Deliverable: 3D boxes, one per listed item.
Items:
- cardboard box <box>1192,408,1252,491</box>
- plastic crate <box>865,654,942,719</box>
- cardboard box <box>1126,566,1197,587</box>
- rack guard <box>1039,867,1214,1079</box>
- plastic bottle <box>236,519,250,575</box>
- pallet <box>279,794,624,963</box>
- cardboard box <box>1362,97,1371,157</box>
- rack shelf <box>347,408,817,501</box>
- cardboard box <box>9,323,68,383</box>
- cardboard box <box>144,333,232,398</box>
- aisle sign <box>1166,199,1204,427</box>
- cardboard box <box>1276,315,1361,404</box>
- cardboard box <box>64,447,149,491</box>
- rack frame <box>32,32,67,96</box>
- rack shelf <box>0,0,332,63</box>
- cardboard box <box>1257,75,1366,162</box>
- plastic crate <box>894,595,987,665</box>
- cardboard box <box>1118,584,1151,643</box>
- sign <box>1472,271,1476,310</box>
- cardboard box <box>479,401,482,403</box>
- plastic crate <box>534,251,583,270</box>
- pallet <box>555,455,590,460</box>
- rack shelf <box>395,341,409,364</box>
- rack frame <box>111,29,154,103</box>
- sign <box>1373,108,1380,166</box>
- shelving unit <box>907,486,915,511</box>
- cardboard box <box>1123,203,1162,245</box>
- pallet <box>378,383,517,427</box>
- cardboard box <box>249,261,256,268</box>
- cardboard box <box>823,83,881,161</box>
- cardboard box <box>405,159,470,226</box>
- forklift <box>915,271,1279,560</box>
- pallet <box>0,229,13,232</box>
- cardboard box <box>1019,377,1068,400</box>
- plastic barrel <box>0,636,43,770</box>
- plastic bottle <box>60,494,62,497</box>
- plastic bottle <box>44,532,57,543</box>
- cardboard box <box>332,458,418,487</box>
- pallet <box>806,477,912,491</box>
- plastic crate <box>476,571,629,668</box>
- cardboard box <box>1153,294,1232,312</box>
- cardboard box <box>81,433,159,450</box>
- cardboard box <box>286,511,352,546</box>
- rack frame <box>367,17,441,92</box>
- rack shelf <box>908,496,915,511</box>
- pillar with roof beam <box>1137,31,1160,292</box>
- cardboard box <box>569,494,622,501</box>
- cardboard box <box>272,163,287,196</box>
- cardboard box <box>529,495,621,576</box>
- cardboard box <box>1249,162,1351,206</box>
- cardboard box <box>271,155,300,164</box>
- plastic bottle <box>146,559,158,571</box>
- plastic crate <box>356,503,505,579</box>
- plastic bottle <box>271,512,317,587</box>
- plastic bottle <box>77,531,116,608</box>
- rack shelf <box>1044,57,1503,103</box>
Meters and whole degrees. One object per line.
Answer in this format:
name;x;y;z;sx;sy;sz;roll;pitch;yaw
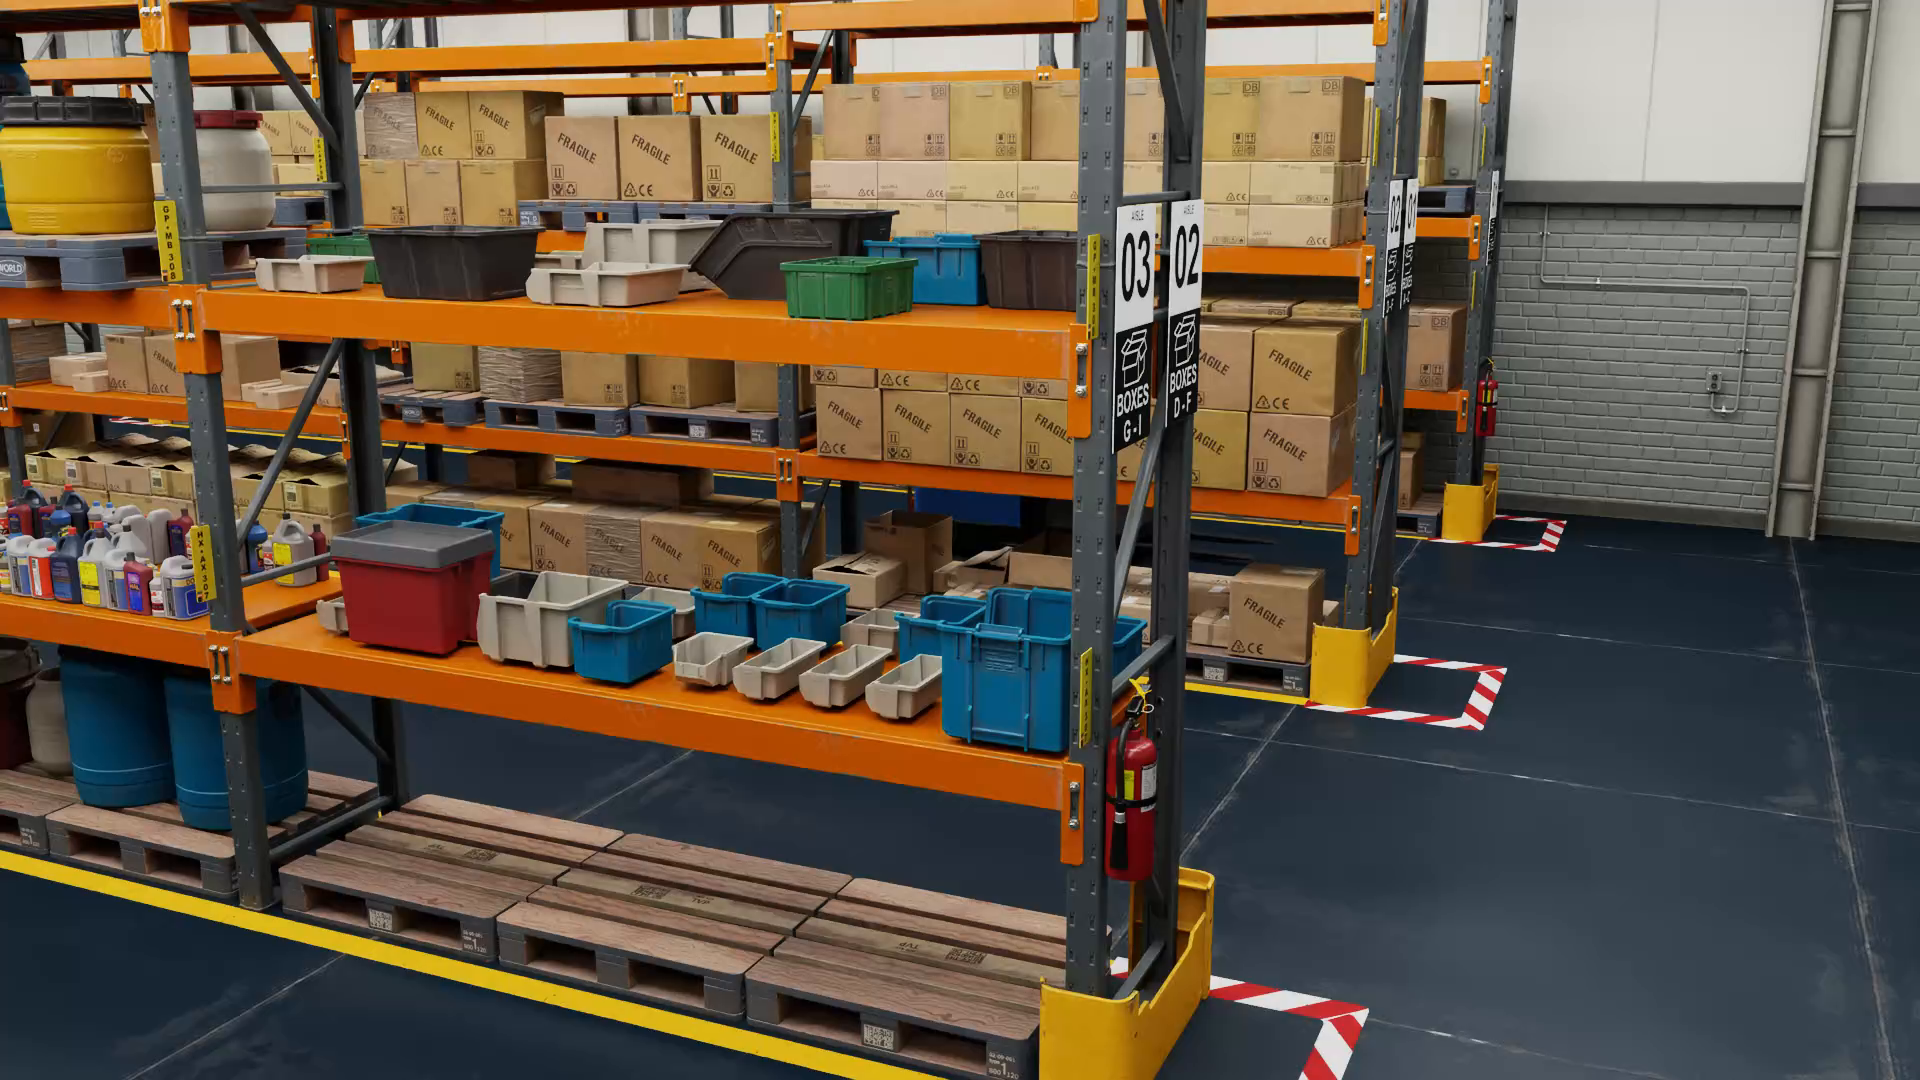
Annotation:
cardboard box;1.644;-0.622;10.621;0.500;0.500;0.500;6;14;24
plastic crate;-0.189;0.554;6.272;0.243;0.136;0.396;6;14;23
cardboard box;1.343;0.381;11.621;0.500;0.250;0.500;6;14;23
rack guard;0.657;1.709;6.376;0.348;0.500;1.175;6;14;23
plastic bottle;-3.631;0.027;8.346;0.135;0.276;0.152;6;14;23
pallet;-2.339;1.540;7.729;1.213;0.211;1.003;6;14;23
cardboard box;3.410;-3.641;14.689;0.500;0.500;0.500;6;15;25
rack shelf;-2.846;-0.746;12.944;4.000;0.370;1.077;6;14;23
cardboard box;-8.740;-1.740;15.386;0.500;0.500;0.700;5;14;22
cardboard box;-6.697;-1.531;14.494;0.500;0.500;0.500;6;14;23
aisle sign;0.816;-0.828;6.028;0.004;0.787;0.394;6;14;23
cardboard box;2.341;-1.173;10.780;0.500;0.500;0.500;6;15;25
cardboard box;-7.599;-0.653;14.843;0.500;0.311;0.500;6;14;23
rack frame;-8.332;-4.572;14.543;0.127;3.000;1.000;6;14;23
rack shelf;-4.856;-2.438;7.897;4.000;0.370;1.077;6;14;23
cardboard box;2.163;-2.581;10.216;0.500;0.500;0.700;6;14;23
plastic crate;-0.064;0.393;6.751;0.300;0.233;0.416;6;14;23
cardboard box;1.186;0.490;11.156;0.500;0.250;0.500;6;14;23
sign;4.410;-2.143;14.270;0.005;0.325;0.100;6;14;23
cardboard box;-5.649;-1.619;19.599;0.500;0.500;0.700;6;15;25
plastic crate;-1.710;-1.171;7.191;0.466;0.136;0.293;6;14;23
pallet;-4.497;-1.145;19.172;1.213;0.211;1.003;6;14;23
rack shelf;-4.500;-2.152;18.932;4.000;0.370;1.077;6;14;23
rack frame;-9.986;-5.978;20.531;0.127;3.000;1.000;6;14;23
sign;2.397;-2.319;9.566;0.005;0.325;0.100;6;14;23
shelving unit;-0.310;-0.551;14.807;0.252;1.050;0.215;7;15;27
cardboard box;1.148;-2.013;10.531;0.500;0.250;0.500;6;14;23
pallet;-4.027;-1.140;13.468;1.003;0.211;1.213;6;14;23
cardboard box;-8.277;-3.110;20.084;0.500;0.500;0.500;6;15;25
cardboard box;-0.557;-2.870;11.447;0.500;0.500;0.700;6;14;23
cardboard box;-3.796;-2.710;12.954;0.500;0.500;0.910;6;14;23
forklift;1.140;-1.288;13.830;3.031;2.935;1.130;7;15;27
pallet;-4.822;-1.402;8.011;1.213;0.211;1.003;6;14;23
cardboard box;0.714;-1.202;10.903;0.500;0.500;0.500;6;15;25
plastic barrel;-5.198;0.868;8.848;0.708;0.588;0.600;6;14;23
plastic bottle;-4.806;-0.107;8.901;0.133;0.283;0.061;6;14;23
plastic bottle;-4.403;0.096;8.063;0.097;0.271;0.097;0;13;0
cardboard box;-5.035;-0.530;14.321;0.500;0.311;0.500;6;15;25
pallet;-0.870;-0.757;17.520;1.213;0.211;1.003;6;14;23
plastic crate;-1.706;0.331;6.906;0.530;0.282;0.437;6;14;23
cardboard box;2.140;-1.970;15.929;0.700;0.700;0.980;5;14;22
cardboard box;-7.845;-0.813;15.526;0.500;0.311;0.500;6;14;23
cardboard box;-5.255;-0.145;13.907;0.500;0.250;0.500;6;15;25
rack frame;-6.329;-5.607;18.954;0.127;3.000;1.000;6;14;23
rack shelf;-0.310;-0.271;14.873;0.240;0.259;0.215;7;15;27
pillar with roof beam;0.232;-4.084;12.461;0.400;9.000;9.100;6;14;23
cardboard box;-2.769;-0.146;13.320;0.500;0.500;0.500;5;14;21
cardboard box;-5.599;-2.948;13.597;0.500;0.250;0.500;6;15;25
cardboard box;-2.957;-0.035;12.847;0.500;0.500;0.500;5;14;21
cardboard box;2.067;-2.166;10.089;0.500;0.250;0.500;6;14;23
cardboard box;-7.870;-4.293;19.657;0.500;0.500;0.500;5;14;21
plastic bottle;-3.819;0.189;7.819;0.097;0.201;0.097;0;13;0
plastic crate;-2.462;0.073;7.780;0.575;0.384;0.392;6;14;23
plastic bottle;-3.255;0.043;8.115;0.185;0.351;0.144;6;14;23
plastic bottle;-4.000;0.130;7.743;0.185;0.351;0.144;6;14;23
rack shelf;2.814;-4.137;15.138;4.000;0.370;1.077;6;14;23
